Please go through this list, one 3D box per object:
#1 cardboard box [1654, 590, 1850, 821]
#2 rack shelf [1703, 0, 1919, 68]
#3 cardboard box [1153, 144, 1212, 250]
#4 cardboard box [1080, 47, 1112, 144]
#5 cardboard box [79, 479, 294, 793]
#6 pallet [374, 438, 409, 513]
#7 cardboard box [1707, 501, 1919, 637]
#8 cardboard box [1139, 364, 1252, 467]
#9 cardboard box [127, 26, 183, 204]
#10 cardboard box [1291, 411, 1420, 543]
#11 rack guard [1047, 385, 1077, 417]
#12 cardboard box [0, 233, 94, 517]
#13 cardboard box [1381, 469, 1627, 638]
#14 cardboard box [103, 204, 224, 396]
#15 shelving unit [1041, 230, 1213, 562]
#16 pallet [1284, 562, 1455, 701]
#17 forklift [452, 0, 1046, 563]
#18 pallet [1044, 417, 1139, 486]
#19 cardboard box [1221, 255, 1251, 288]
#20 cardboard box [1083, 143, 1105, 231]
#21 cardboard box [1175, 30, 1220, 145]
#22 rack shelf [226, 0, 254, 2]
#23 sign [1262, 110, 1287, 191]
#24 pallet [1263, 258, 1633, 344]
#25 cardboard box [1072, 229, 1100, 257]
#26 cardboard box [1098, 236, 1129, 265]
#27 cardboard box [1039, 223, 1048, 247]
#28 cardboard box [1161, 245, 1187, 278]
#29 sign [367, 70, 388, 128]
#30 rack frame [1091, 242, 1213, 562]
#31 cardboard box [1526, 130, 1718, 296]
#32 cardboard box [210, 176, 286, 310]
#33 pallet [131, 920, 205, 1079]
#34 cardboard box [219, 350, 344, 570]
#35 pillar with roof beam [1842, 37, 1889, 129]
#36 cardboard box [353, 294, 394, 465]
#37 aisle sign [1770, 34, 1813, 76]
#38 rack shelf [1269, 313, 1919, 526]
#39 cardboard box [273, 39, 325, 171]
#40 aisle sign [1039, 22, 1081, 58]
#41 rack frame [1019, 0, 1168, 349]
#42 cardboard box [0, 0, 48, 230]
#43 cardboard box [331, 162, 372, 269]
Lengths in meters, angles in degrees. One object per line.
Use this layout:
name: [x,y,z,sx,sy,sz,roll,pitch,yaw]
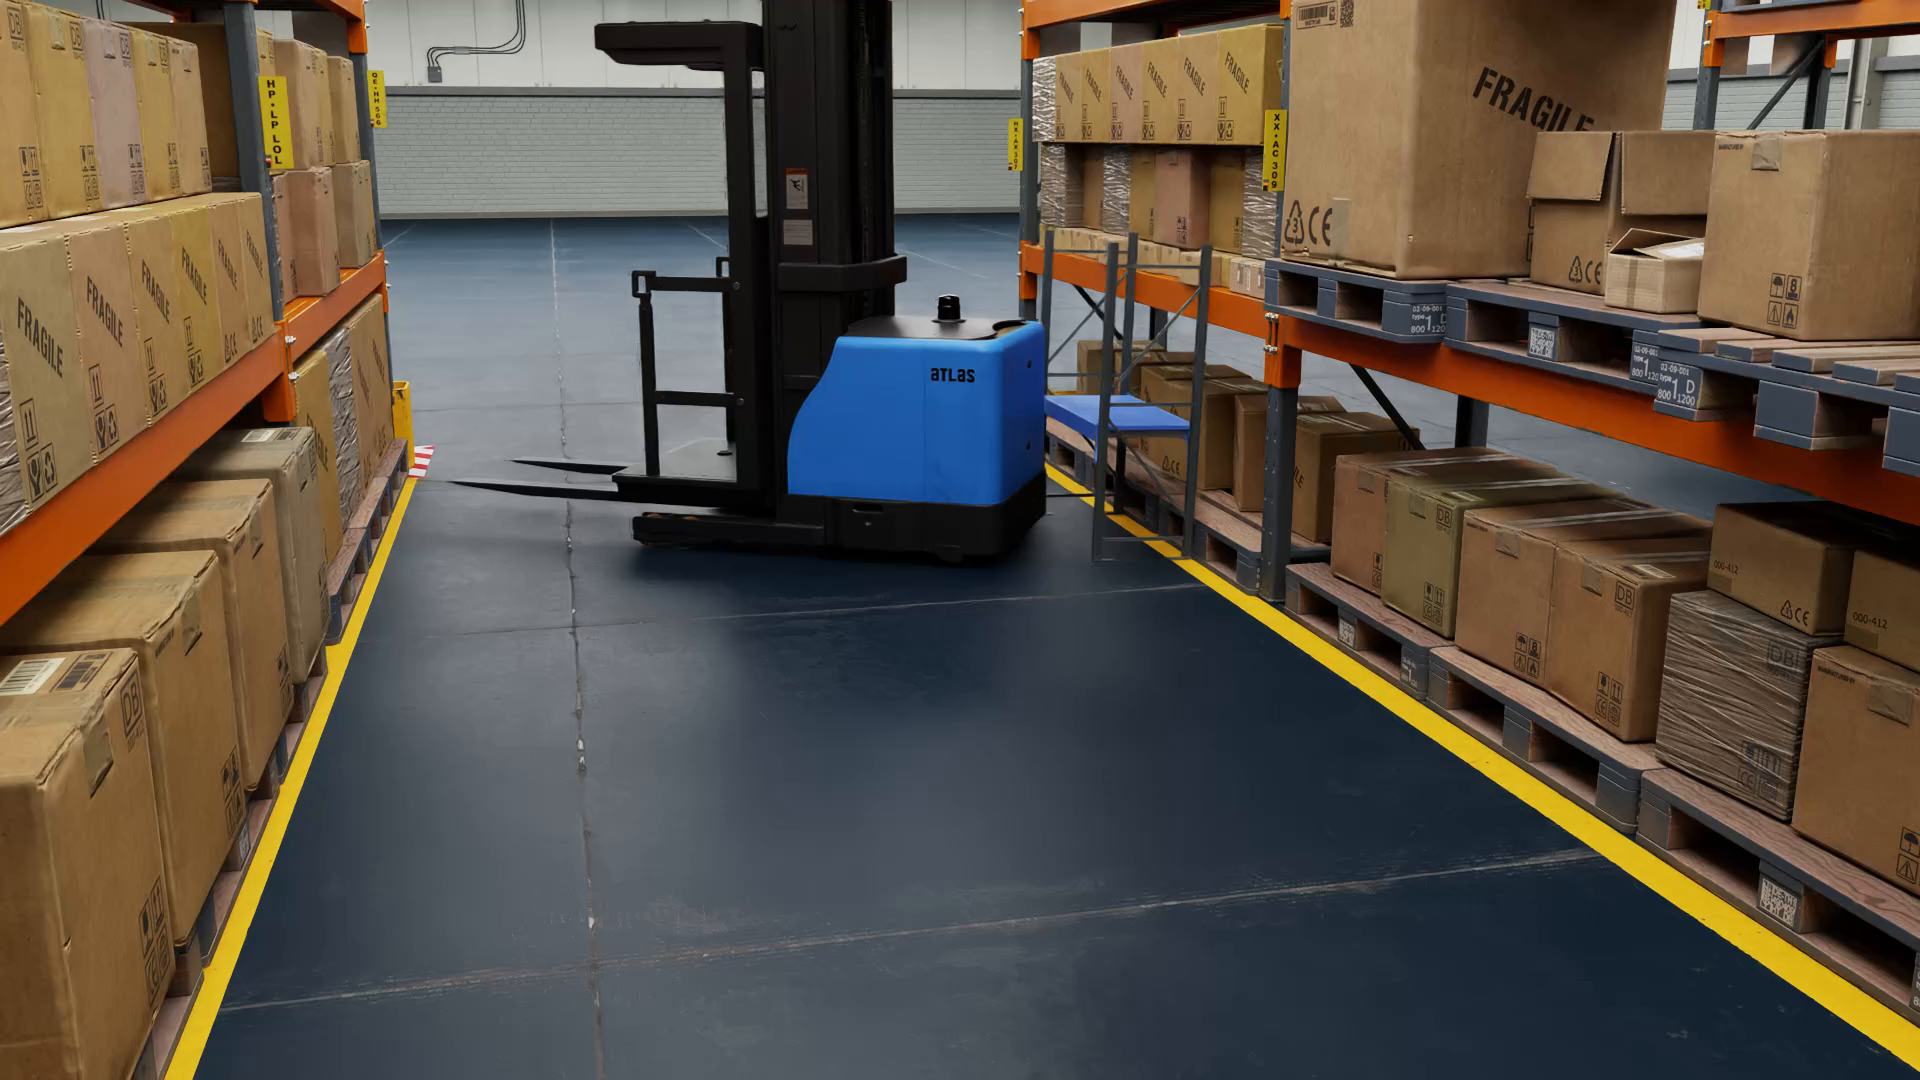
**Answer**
cardboard box: [2.446,0.426,4.704,0.700,0.500,0.500,-5,14,-18]
rack shelf: [6.170,-3.062,9.835,1.077,0.370,4.000,-3,14,-13]
cardboard box: [1.482,-1.744,8.408,0.875,0.500,0.500,-3,14,-13]
cardboard box: [0.980,-2.445,9.171,0.500,0.500,0.500,-3,14,-13]
cardboard box: [-2.563,0.286,4.791,1.050,0.750,0.750,-3,14,-13]
pallet: [-3.695,-0.352,9.422,1.003,0.211,1.213,-3,14,-13]
cardboard box: [2.444,0.068,4.590,0.500,0.250,0.500,-2,14,-7]
cardboard box: [1.319,-0.703,9.366,0.500,0.500,0.500,-2,14,-8]
cardboard box: [-2.774,-1.265,4.968,0.700,0.500,0.500,-4,14,-14]
cardboard box: [1.771,-0.301,7.721,0.500,0.500,0.500,-4,14,-15]
rack guard: [0.904,-0.908,11.089,1.175,0.500,0.348,-3,14,-13]
cardboard box: [-2.045,-0.325,3.227,0.500,0.500,0.500,-3,14,-14]
cardboard box: [2.043,0.038,6.292,0.700,0.500,0.500,-3,14,-14]
cardboard box: [-2.399,-0.674,4.653,0.500,0.500,0.500,-3,14,-13]
shelving unit: [0.778,-0.751,8.299,0.538,1.500,1.048,-1,14,-14]
pallet: [2.010,0.317,6.683,1.003,0.211,1.213,-3,14,-13]
forklift: [-1.128,-1.491,8.354,3.031,2.935,1.130,4,14,15]
pallet: [1.061,-0.578,10.348,1.003,0.211,1.213,-3,14,-13]
cardboard box: [1.440,-1.247,7.741,0.380,0.149,0.250,-3,14,-13]
cardboard box: [1.223,-2.096,9.847,0.875,0.500,0.500,-3,14,-13]
cardboard box: [1.334,-2.099,7.755,0.500,0.500,0.500,-3,14,-13]
rack shelf: [-2.550,-1.610,3.892,1.077,0.370,4.000,-3,14,-13]
sign: [1.300,-1.605,6.854,0.100,0.325,0.005,-3,14,-13]
pallet: [1.864,-0.939,6.355,1.003,0.211,1.213,-3,14,-13]
cardboard box: [0.885,-1.765,9.859,0.380,0.149,0.250,-3,14,-13]
cardboard box: [0.979,-1.587,9.132,0.380,0.149,0.250,-3,14,-13]
cardboard box: [0.721,-1.939,10.571,0.380,0.149,0.250,-3,14,-13]
cardboard box: [1.244,-1.419,8.445,0.380,0.149,0.250,-3,14,-13]
sign: [-3.428,-2.591,9.773,0.100,0.325,0.005,-3,14,-13]
rack frame: [0.898,-0.633,7.819,0.500,1.500,0.032,-1,14,-14]
cardboard box: [2.323,-1.076,5.409,0.797,0.503,0.637,-2,14,-7]
cardboard box: [-3.118,-1.121,6.379,0.875,0.550,0.550,-3,14,-13]
pallet: [-2.192,1.128,3.367,1.003,0.211,1.213,-3,14,-13]
cardboard box: [-3.099,-0.285,6.863,0.875,0.875,0.875,-3,14,-12]
pillar with roof beam: [9.333,-8.297,23.428,9.100,9.000,0.400,-3,14,-13]
cardboard box: [-3.735,-0.906,9.405,0.875,0.875,0.875,-3,14,-13]
aisle sign: [5.973,-3.712,11.822,0.394,0.787,0.004,-3,14,-13]
rack shelf: [2.295,-0.406,5.284,1.077,0.370,4.000,-3,14,-13]
cardboard box: [-3.308,-1.901,7.295,0.875,0.550,0.550,-3,14,-13]
aisle sign: [0.580,-3.400,10.546,0.394,0.787,0.004,-3,14,-13]
rack frame: [0.886,-2.140,10.864,1.000,3.000,0.127,-3,14,-13]
cardboard box: [-2.418,-0.914,3.531,0.700,0.500,0.500,-4,14,-14]
cardboard box: [-3.677,-1.751,8.956,0.875,0.550,0.550,-3,14,-13]
